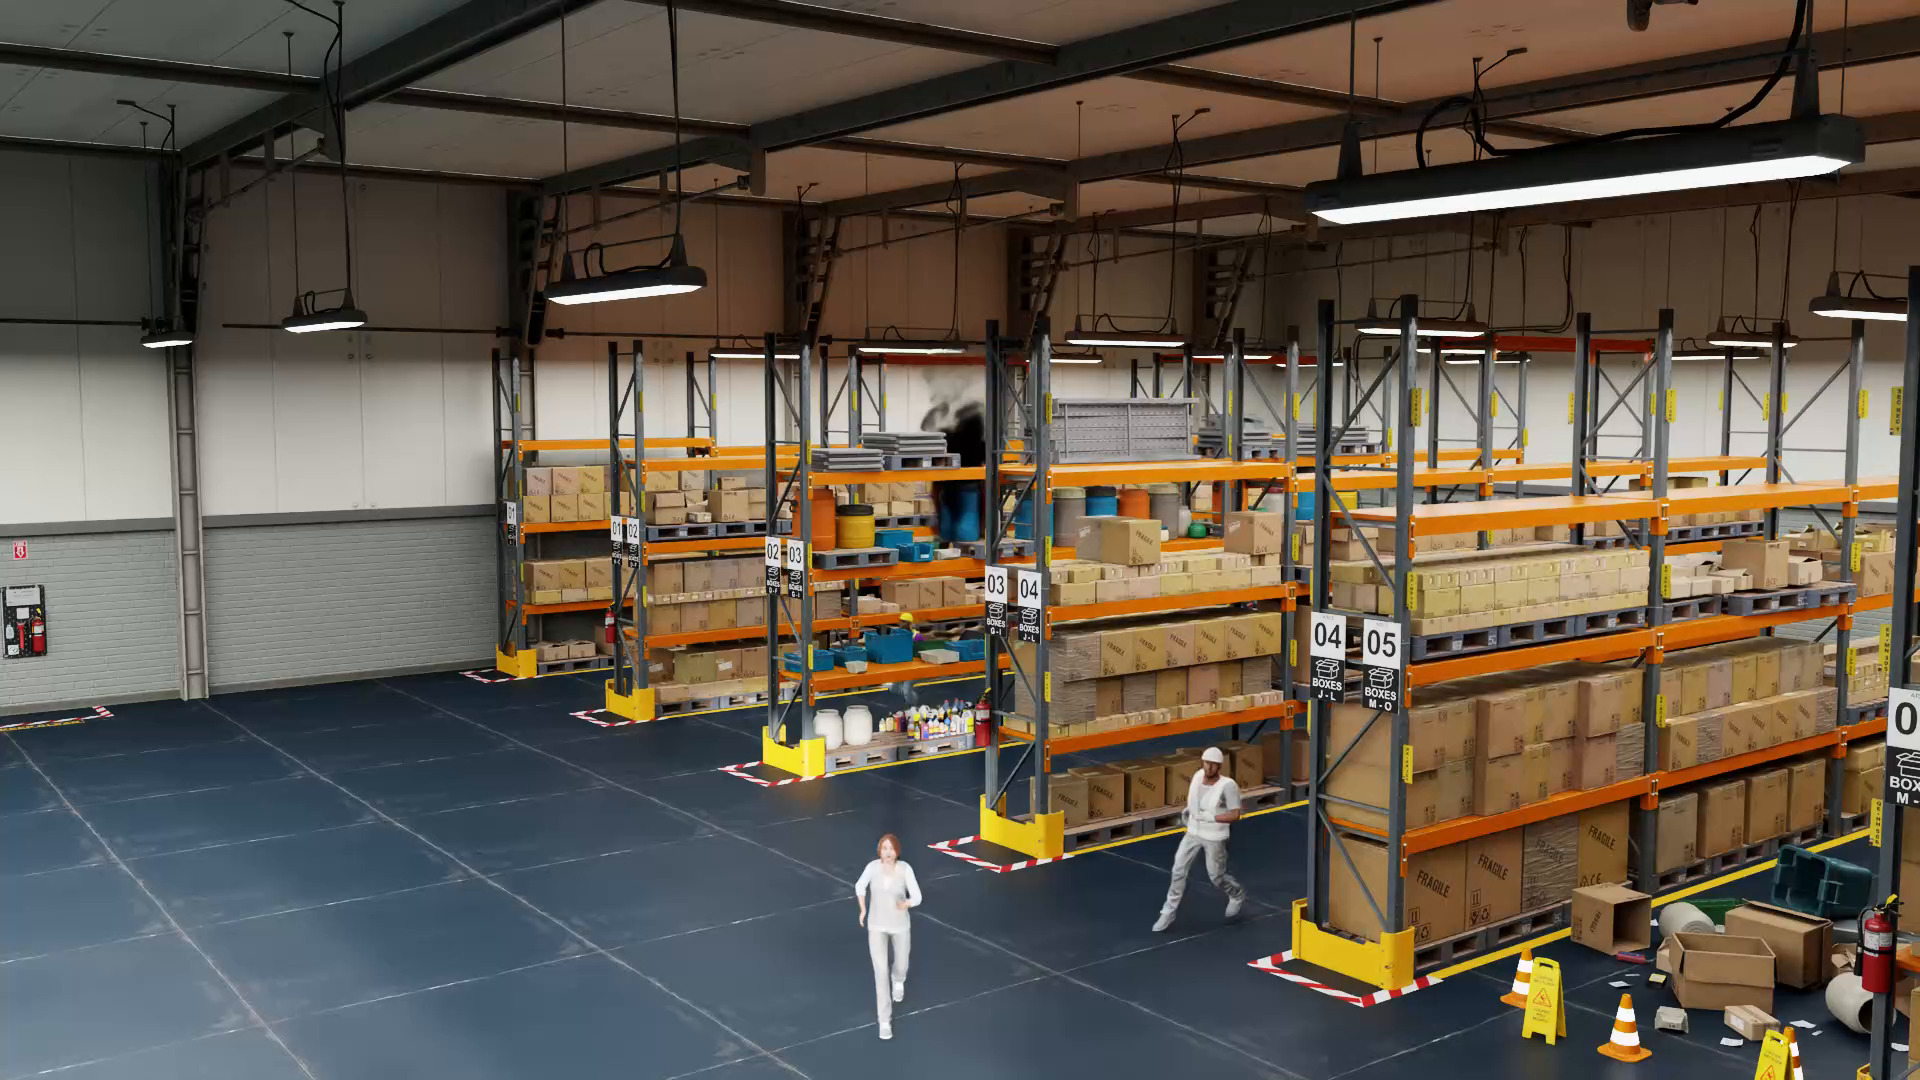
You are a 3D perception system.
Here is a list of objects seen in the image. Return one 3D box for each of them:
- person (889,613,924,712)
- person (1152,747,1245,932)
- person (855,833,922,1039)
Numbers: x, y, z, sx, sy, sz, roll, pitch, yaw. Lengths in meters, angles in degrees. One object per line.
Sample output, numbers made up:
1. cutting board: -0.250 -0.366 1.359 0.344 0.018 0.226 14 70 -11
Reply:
1. person: -0.863 2.000 26.315 0.640 1.715 0.576 4 6 38
2. person: 2.404 2.872 16.055 0.999 1.773 0.699 -5 7 -44
3. person: -0.586 3.171 13.595 0.544 1.575 0.864 0 5 -2
